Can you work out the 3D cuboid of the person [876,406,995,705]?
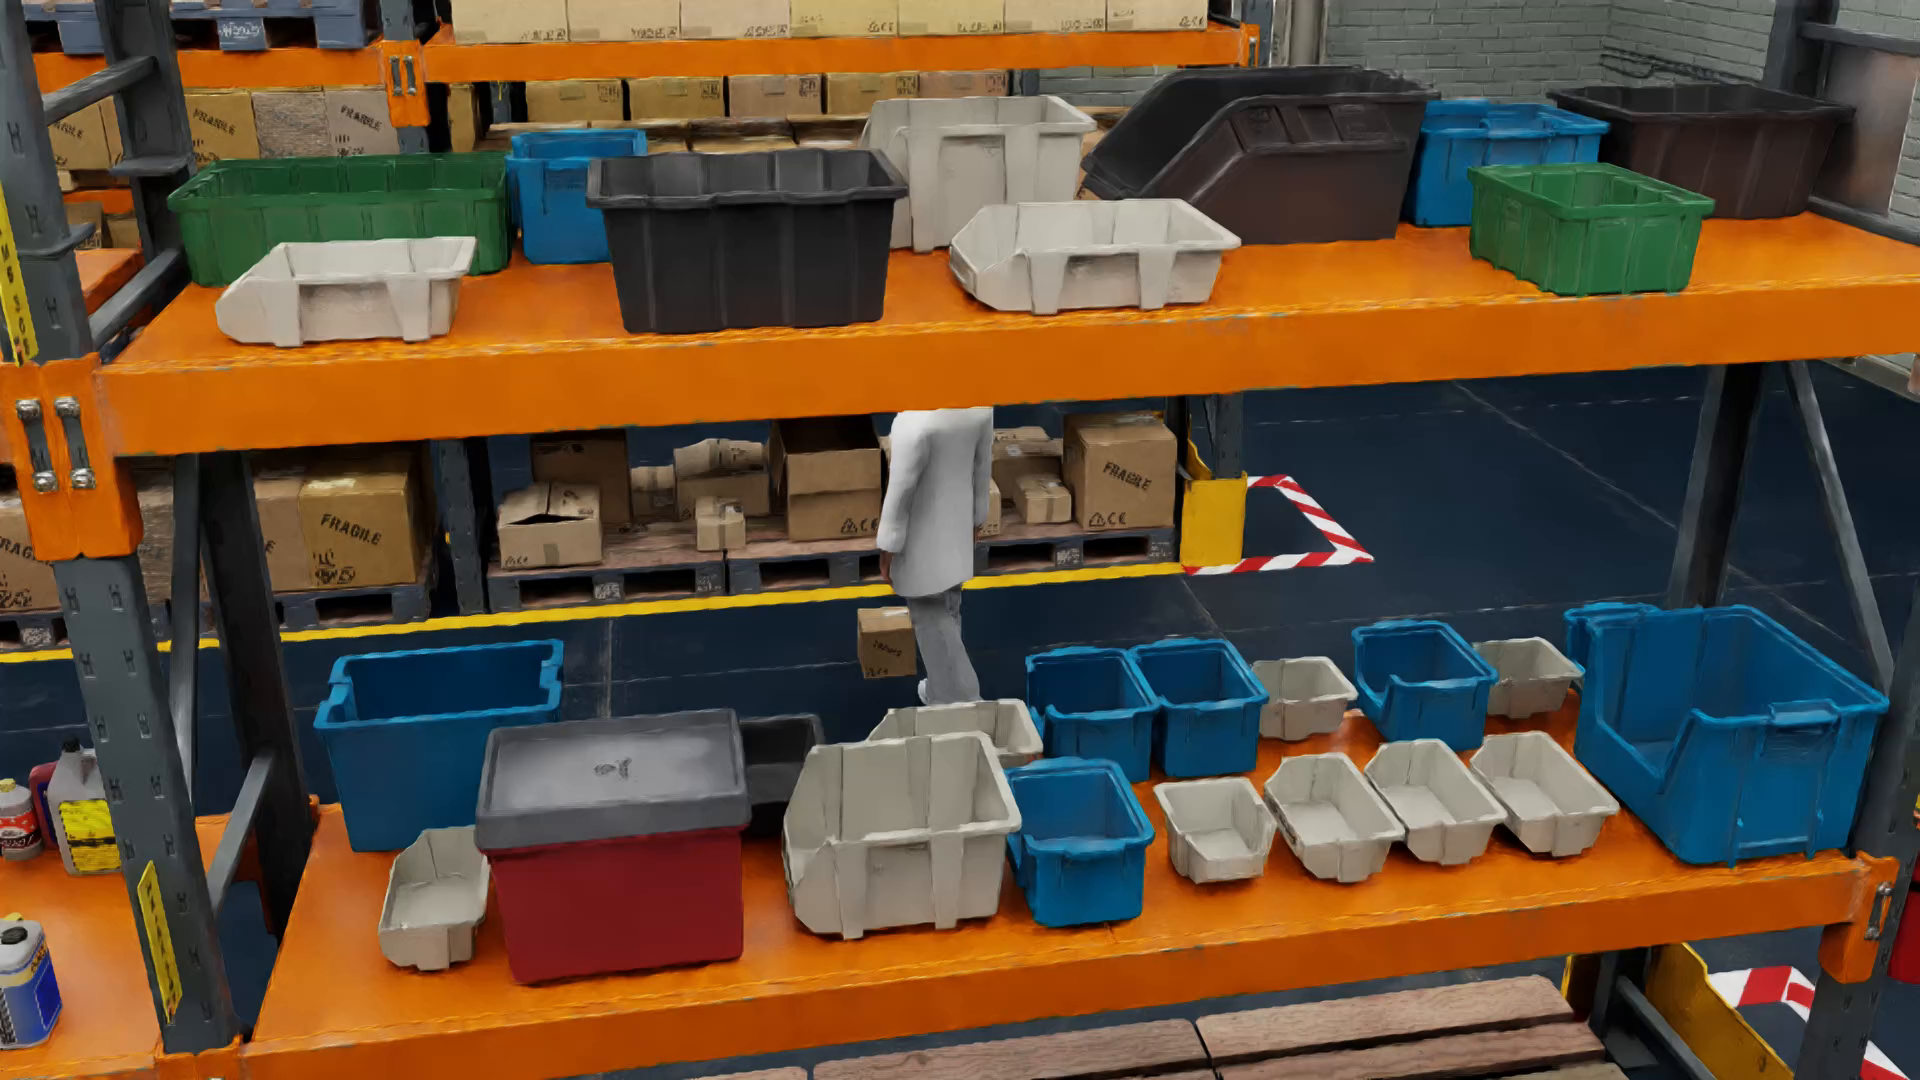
[{"bbox_3d":[-0.106,-0.015,7.133,0.485,1.783,0.629,20,30,39],"label":"person"}]
